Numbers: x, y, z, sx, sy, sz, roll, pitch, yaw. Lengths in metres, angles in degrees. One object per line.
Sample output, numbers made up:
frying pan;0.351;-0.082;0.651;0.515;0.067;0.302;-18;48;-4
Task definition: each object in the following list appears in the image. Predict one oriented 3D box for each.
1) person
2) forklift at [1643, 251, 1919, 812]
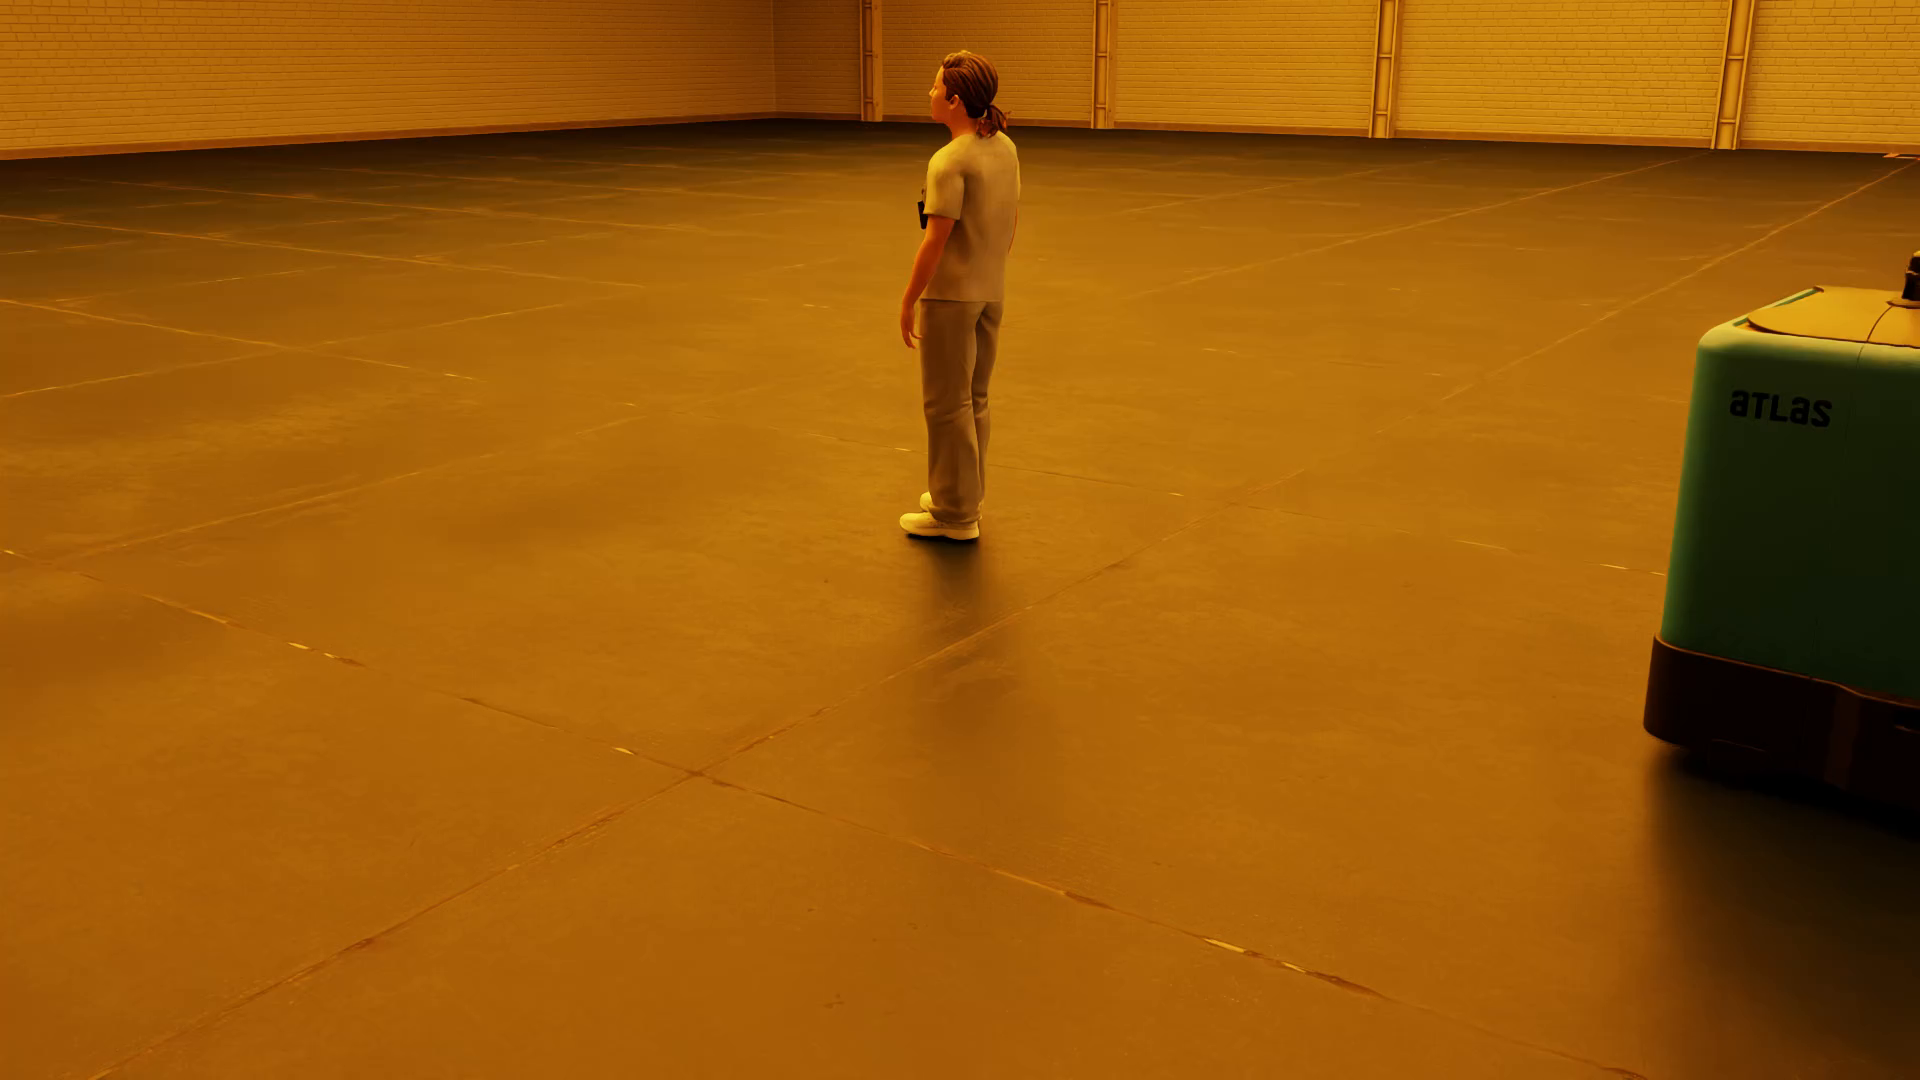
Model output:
person;-0.053;-0.820;5.759;0.548;1.663;0.549;11;20;33
forklift;3.153;-0.696;3.159;3.031;2.935;1.130;13;21;38
